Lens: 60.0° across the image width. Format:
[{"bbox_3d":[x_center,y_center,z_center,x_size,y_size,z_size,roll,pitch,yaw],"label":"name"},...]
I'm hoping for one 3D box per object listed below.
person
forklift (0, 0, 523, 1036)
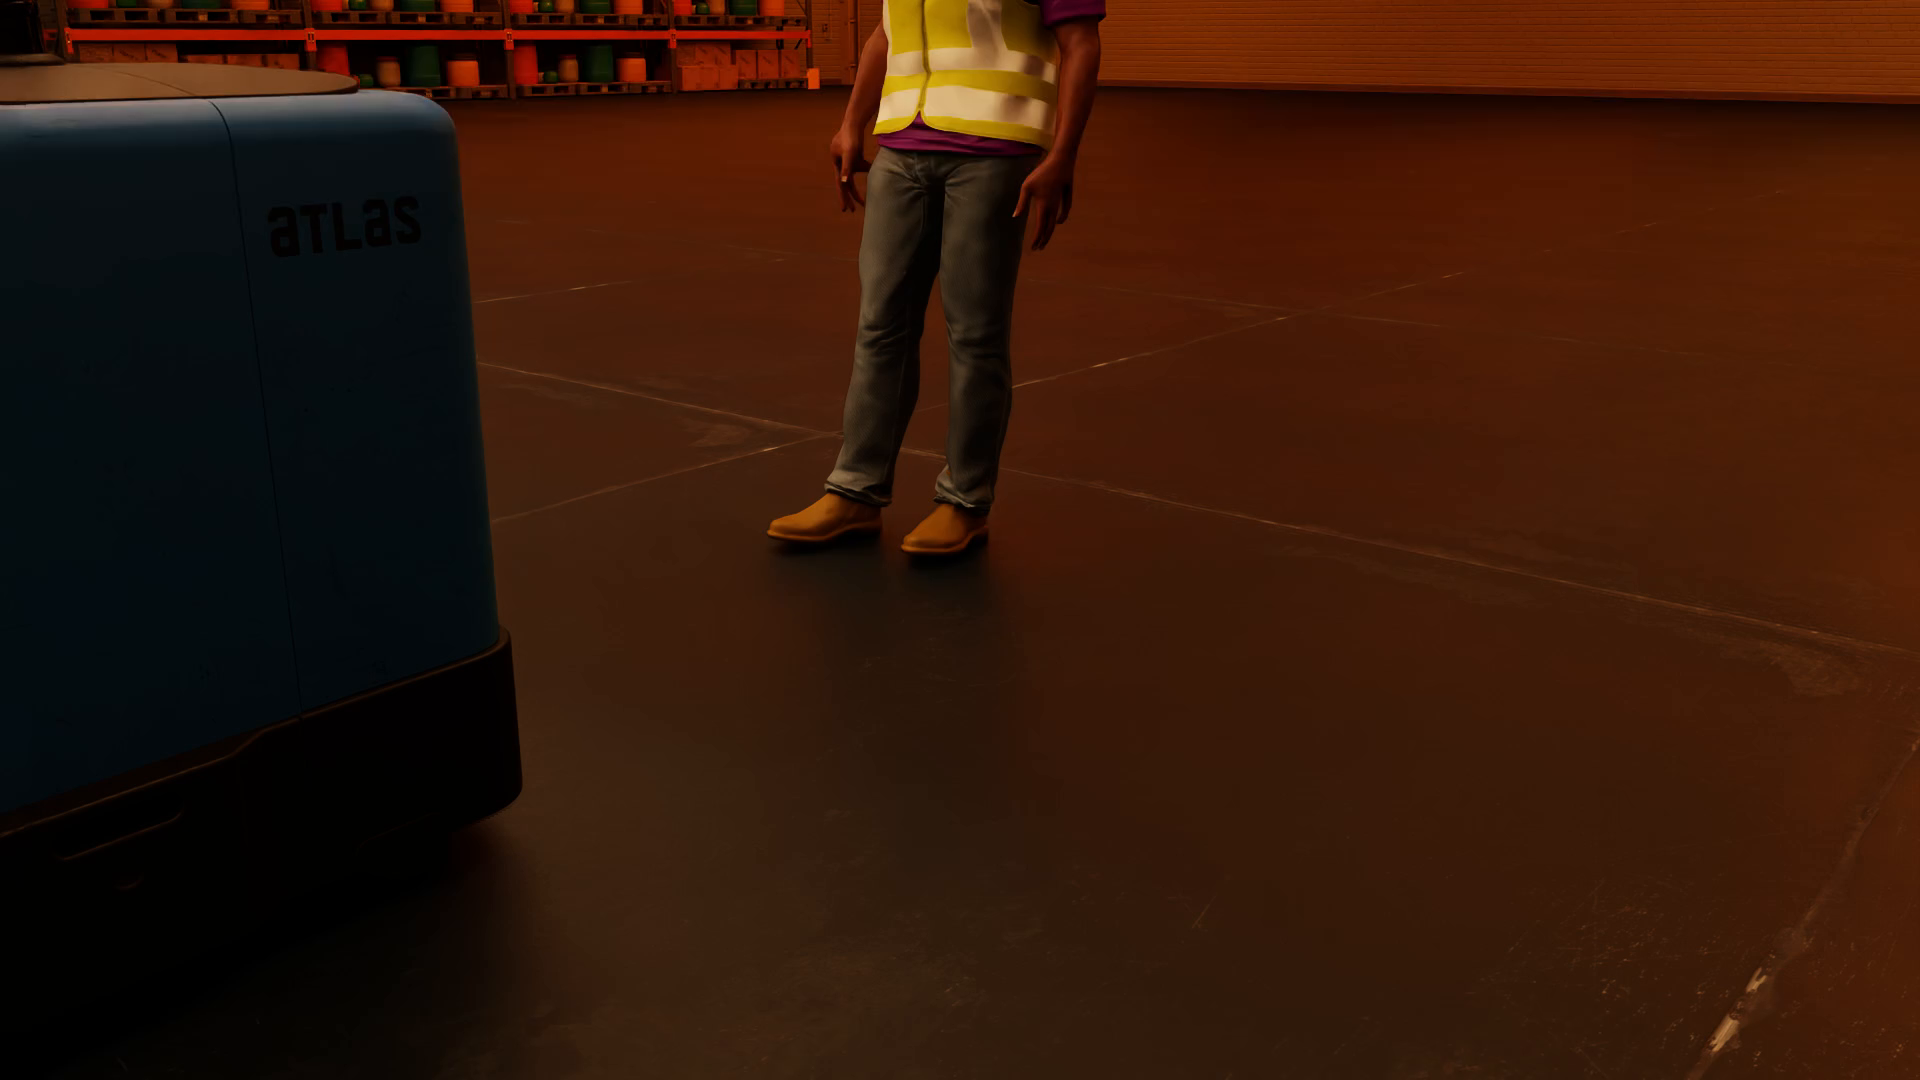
[{"bbox_3d":[-0.049,-0.837,3.635,0.665,1.768,0.575,13,21,37],"label":"person"},{"bbox_3d":[-1.953,-0.711,1.239,1.130,2.935,3.031,13,21,36],"label":"forklift"}]
